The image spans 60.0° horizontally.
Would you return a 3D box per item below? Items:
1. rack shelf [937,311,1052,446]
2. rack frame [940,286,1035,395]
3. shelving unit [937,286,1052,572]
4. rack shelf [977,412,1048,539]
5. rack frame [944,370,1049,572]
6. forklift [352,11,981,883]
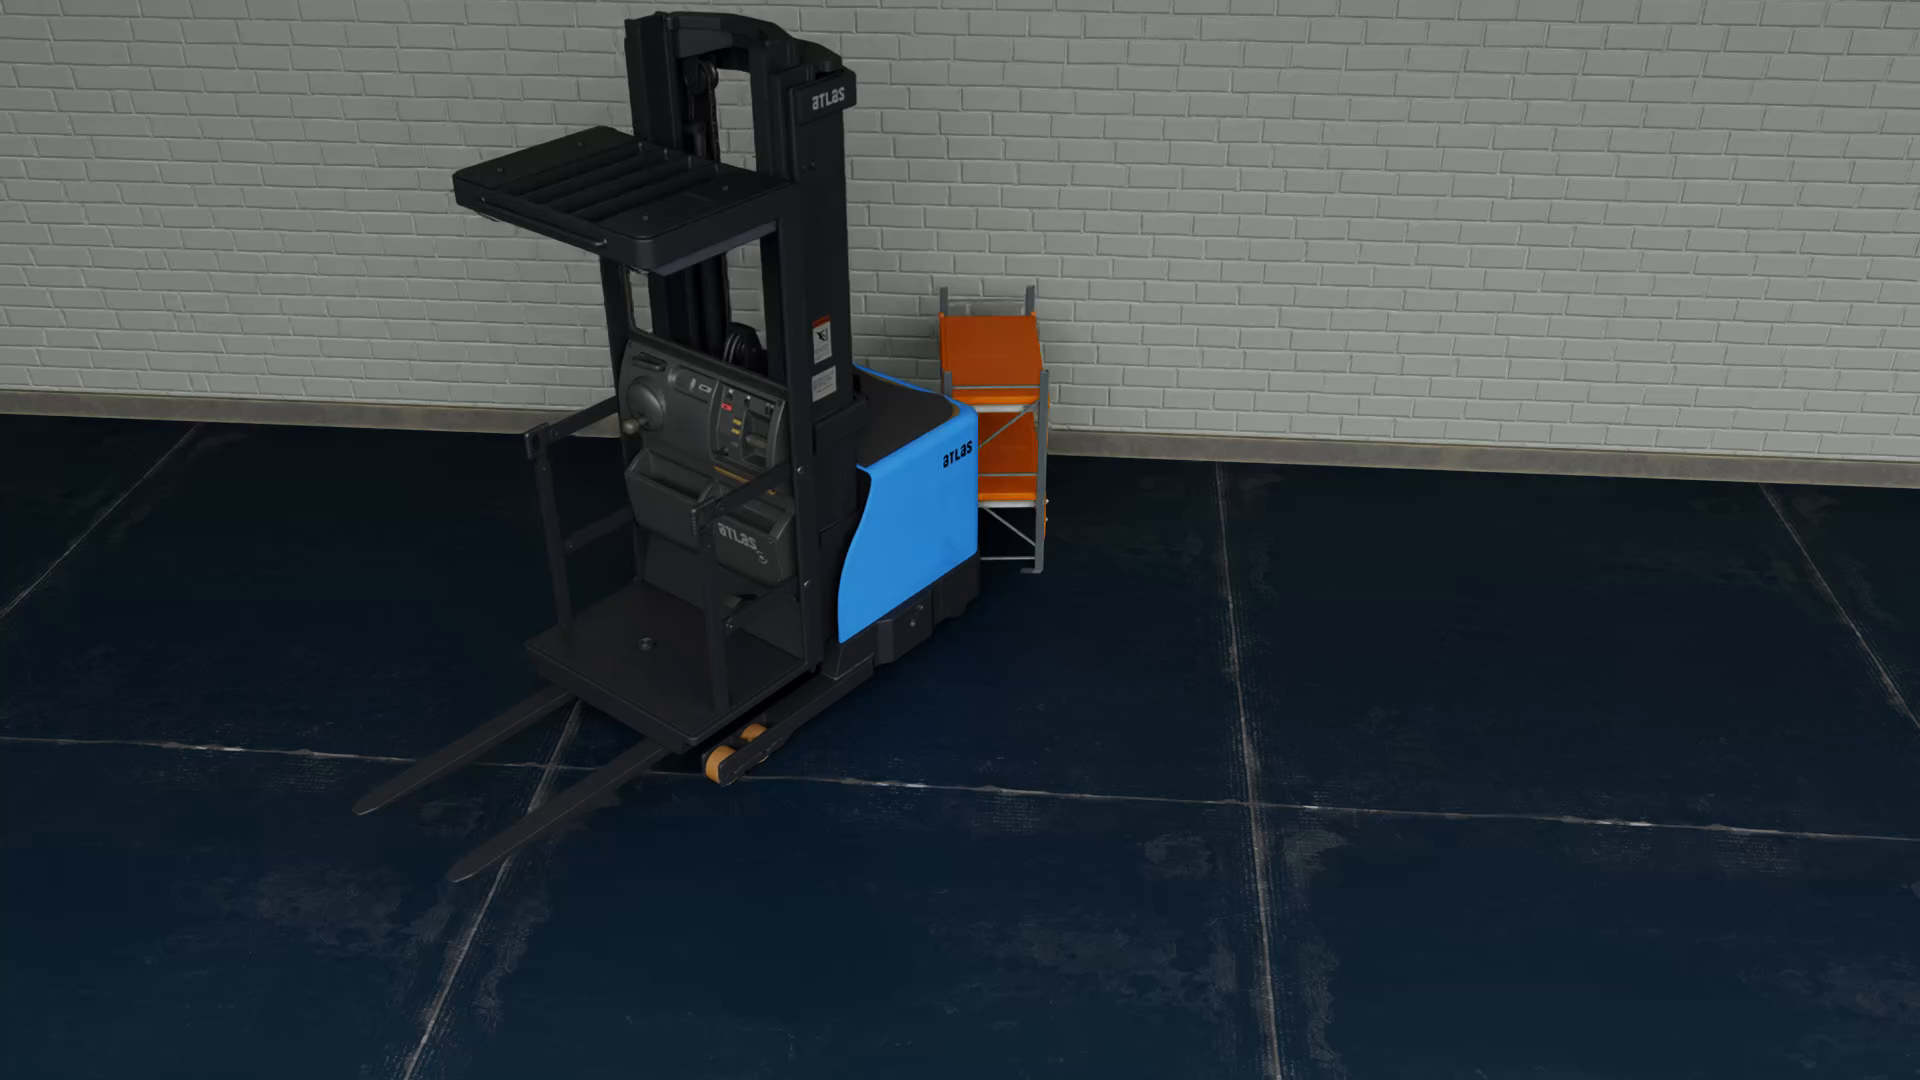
[{"bbox_3d":[0.159,-0.835,8.476,0.538,0.278,1.000,-1,32,-1],"label":"rack shelf"},{"bbox_3d":[0.145,-0.853,9.062,0.500,1.125,0.032,-1,32,-1],"label":"rack frame"},{"bbox_3d":[0.159,-0.586,8.629,0.538,1.125,1.048,-1,32,-1],"label":"shelving unit"},{"bbox_3d":[0.159,-0.378,8.758,0.538,0.278,1.000,-1,32,-1],"label":"rack shelf"},{"bbox_3d":[0.173,-0.320,8.197,0.500,1.125,0.032,-1,32,-1],"label":"rack frame"},{"bbox_3d":[-1.210,-0.502,6.772,1.130,2.935,3.031,23,38,32],"label":"forklift"}]
